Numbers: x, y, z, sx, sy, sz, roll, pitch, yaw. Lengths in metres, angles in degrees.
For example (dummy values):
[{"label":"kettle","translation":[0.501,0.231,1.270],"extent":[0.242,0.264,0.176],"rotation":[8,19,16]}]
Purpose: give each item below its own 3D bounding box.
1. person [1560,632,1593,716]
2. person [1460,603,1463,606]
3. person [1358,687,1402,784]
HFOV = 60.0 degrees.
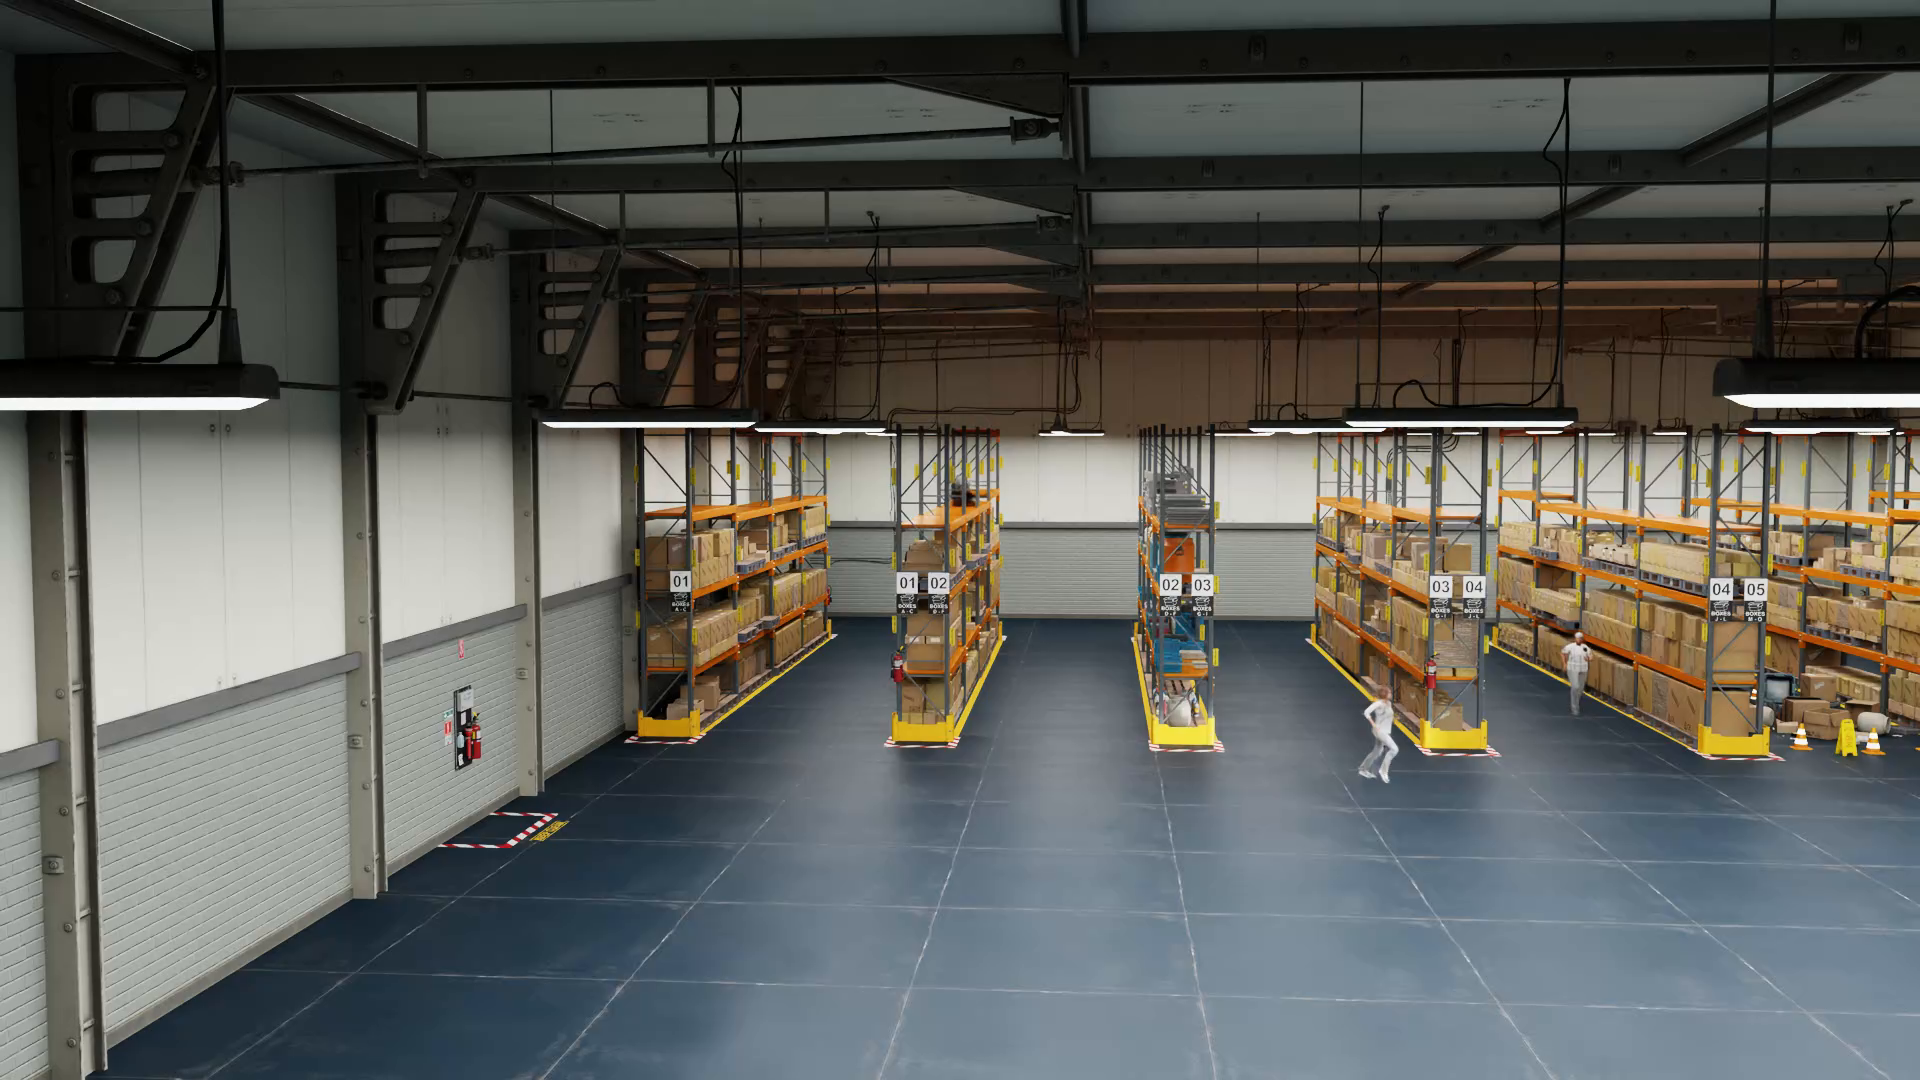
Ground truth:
[{"label":"person","translation":[12.887,2.779,34.727],"extent":[0.580,1.727,0.770],"rotation":[0,3,-1]},{"label":"person","translation":[14.345,2.043,47.033],"extent":[0.810,1.642,0.585],"rotation":[-2,4,-27]},{"label":"person","translation":[7.018,3.219,27.764],"extent":[0.721,1.554,0.521],"rotation":[2,4,30]}]
